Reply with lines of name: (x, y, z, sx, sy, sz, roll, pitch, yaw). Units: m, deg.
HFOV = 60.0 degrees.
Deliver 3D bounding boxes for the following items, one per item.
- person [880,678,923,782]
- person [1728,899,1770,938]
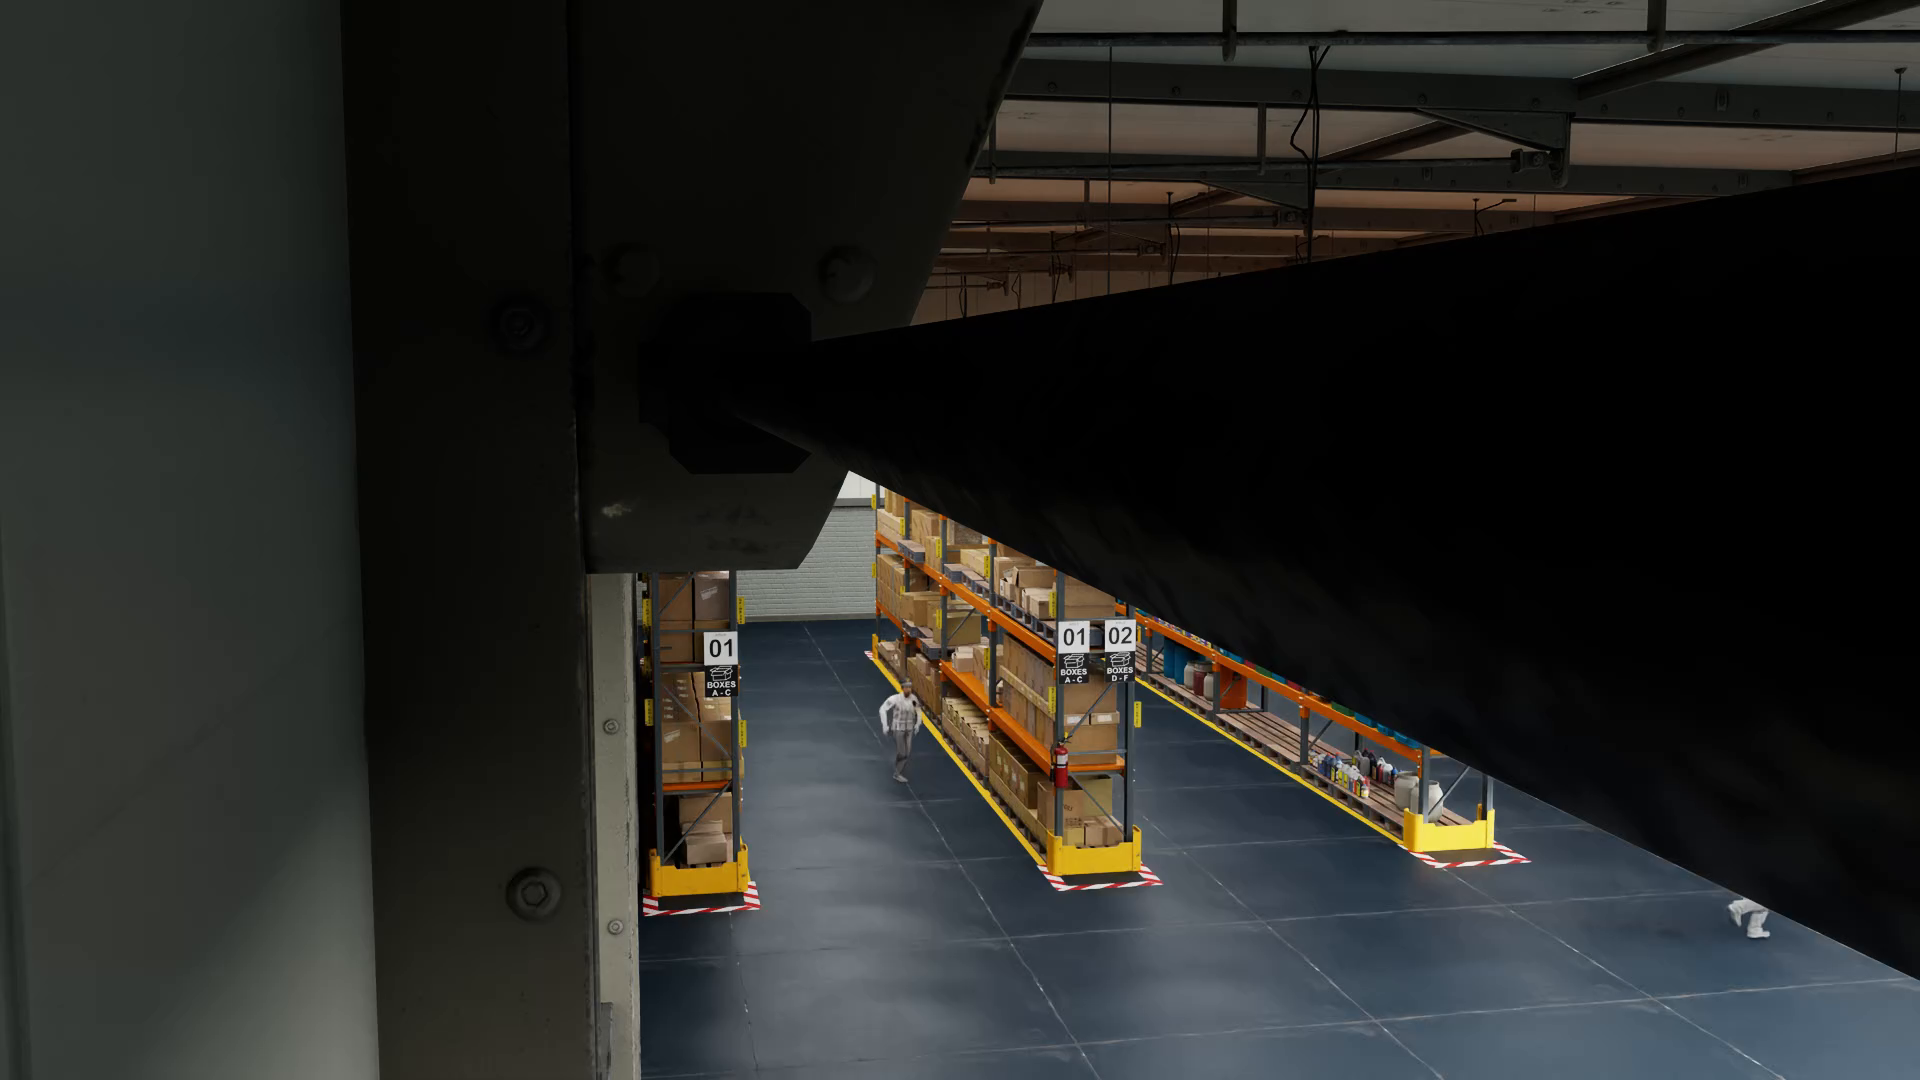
person: (-0.887, 2.908, 25.475, 0.688, 1.650, 0.505, -2, 6, -22)
person: (9.025, 3.671, 18.449, 0.948, 1.560, 0.724, 0, 6, -2)
